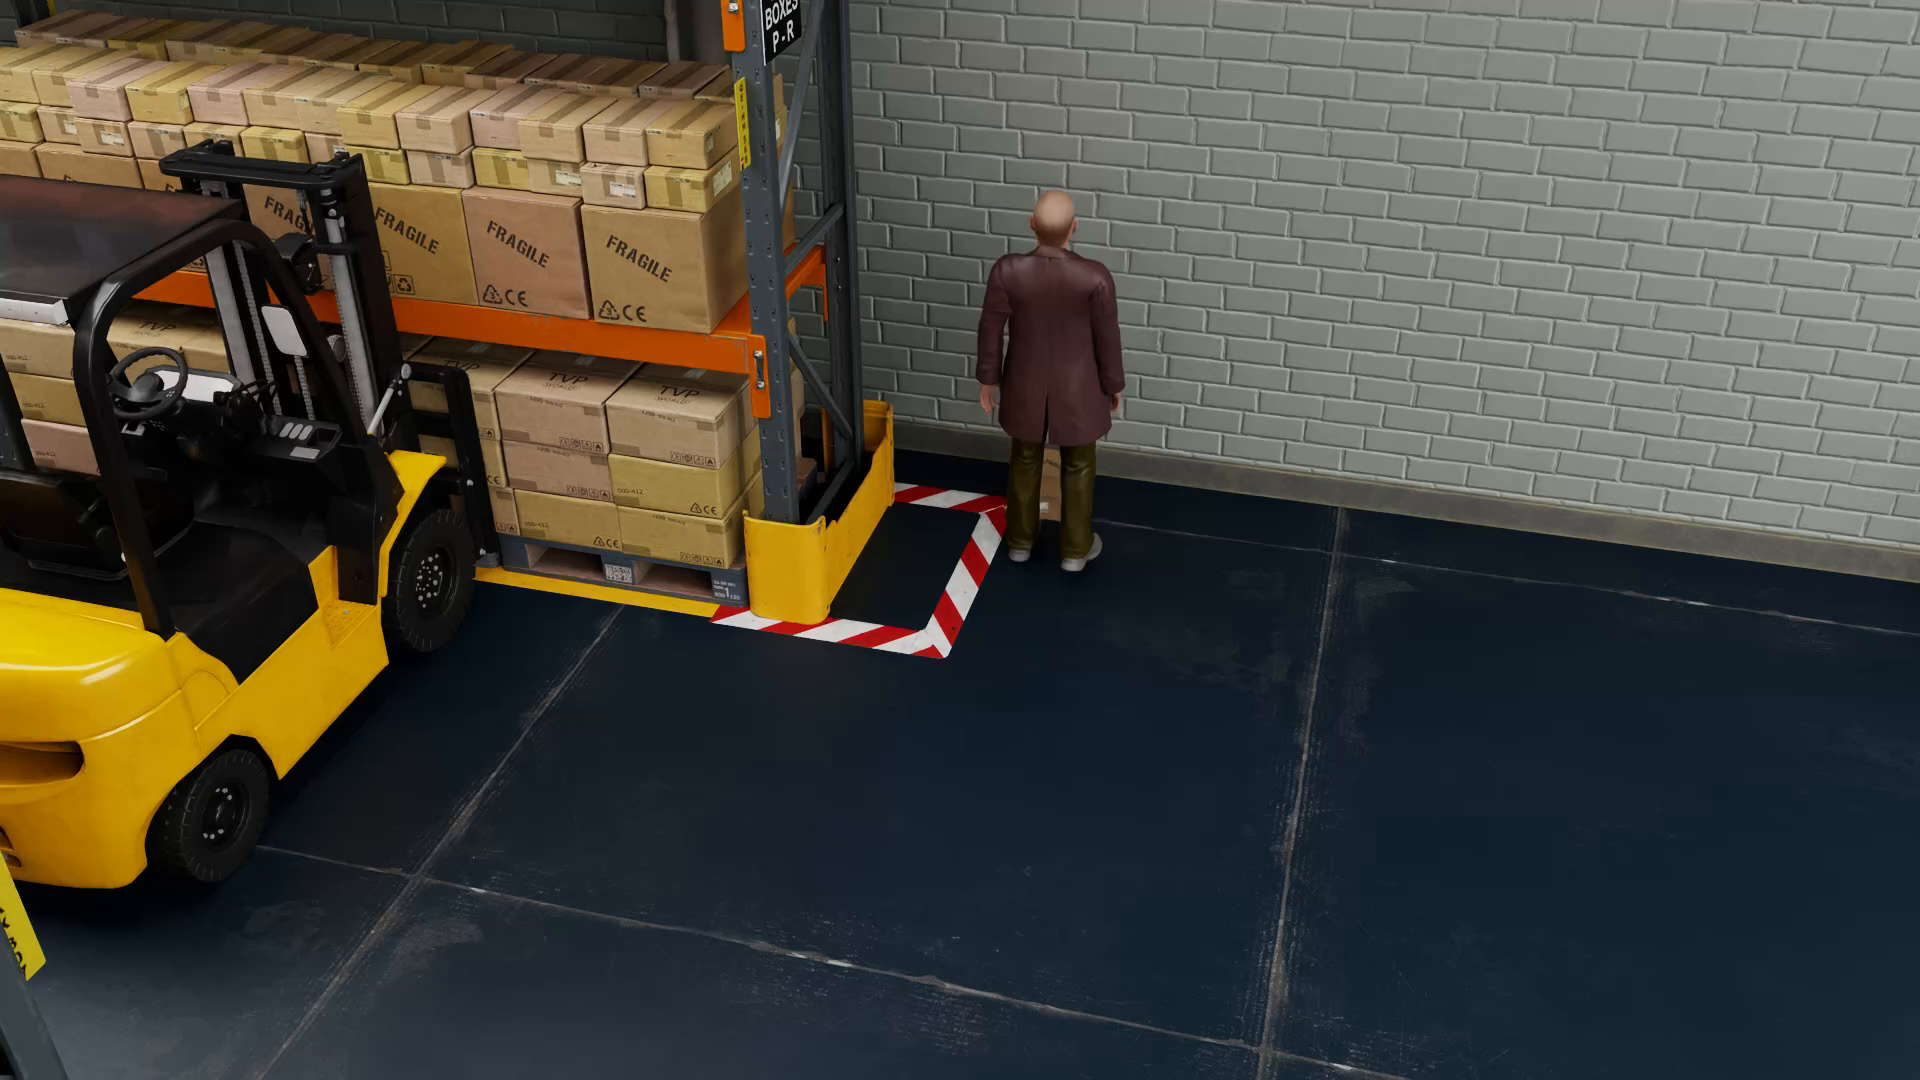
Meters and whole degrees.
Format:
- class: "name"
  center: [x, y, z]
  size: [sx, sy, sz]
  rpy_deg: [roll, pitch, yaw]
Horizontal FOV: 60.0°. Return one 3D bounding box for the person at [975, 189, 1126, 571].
- class: "person"
  center: [0.401, -0.604, 7.272]
  size: [0.647, 1.599, 0.471]
  rpy_deg: [8, 33, 12]
